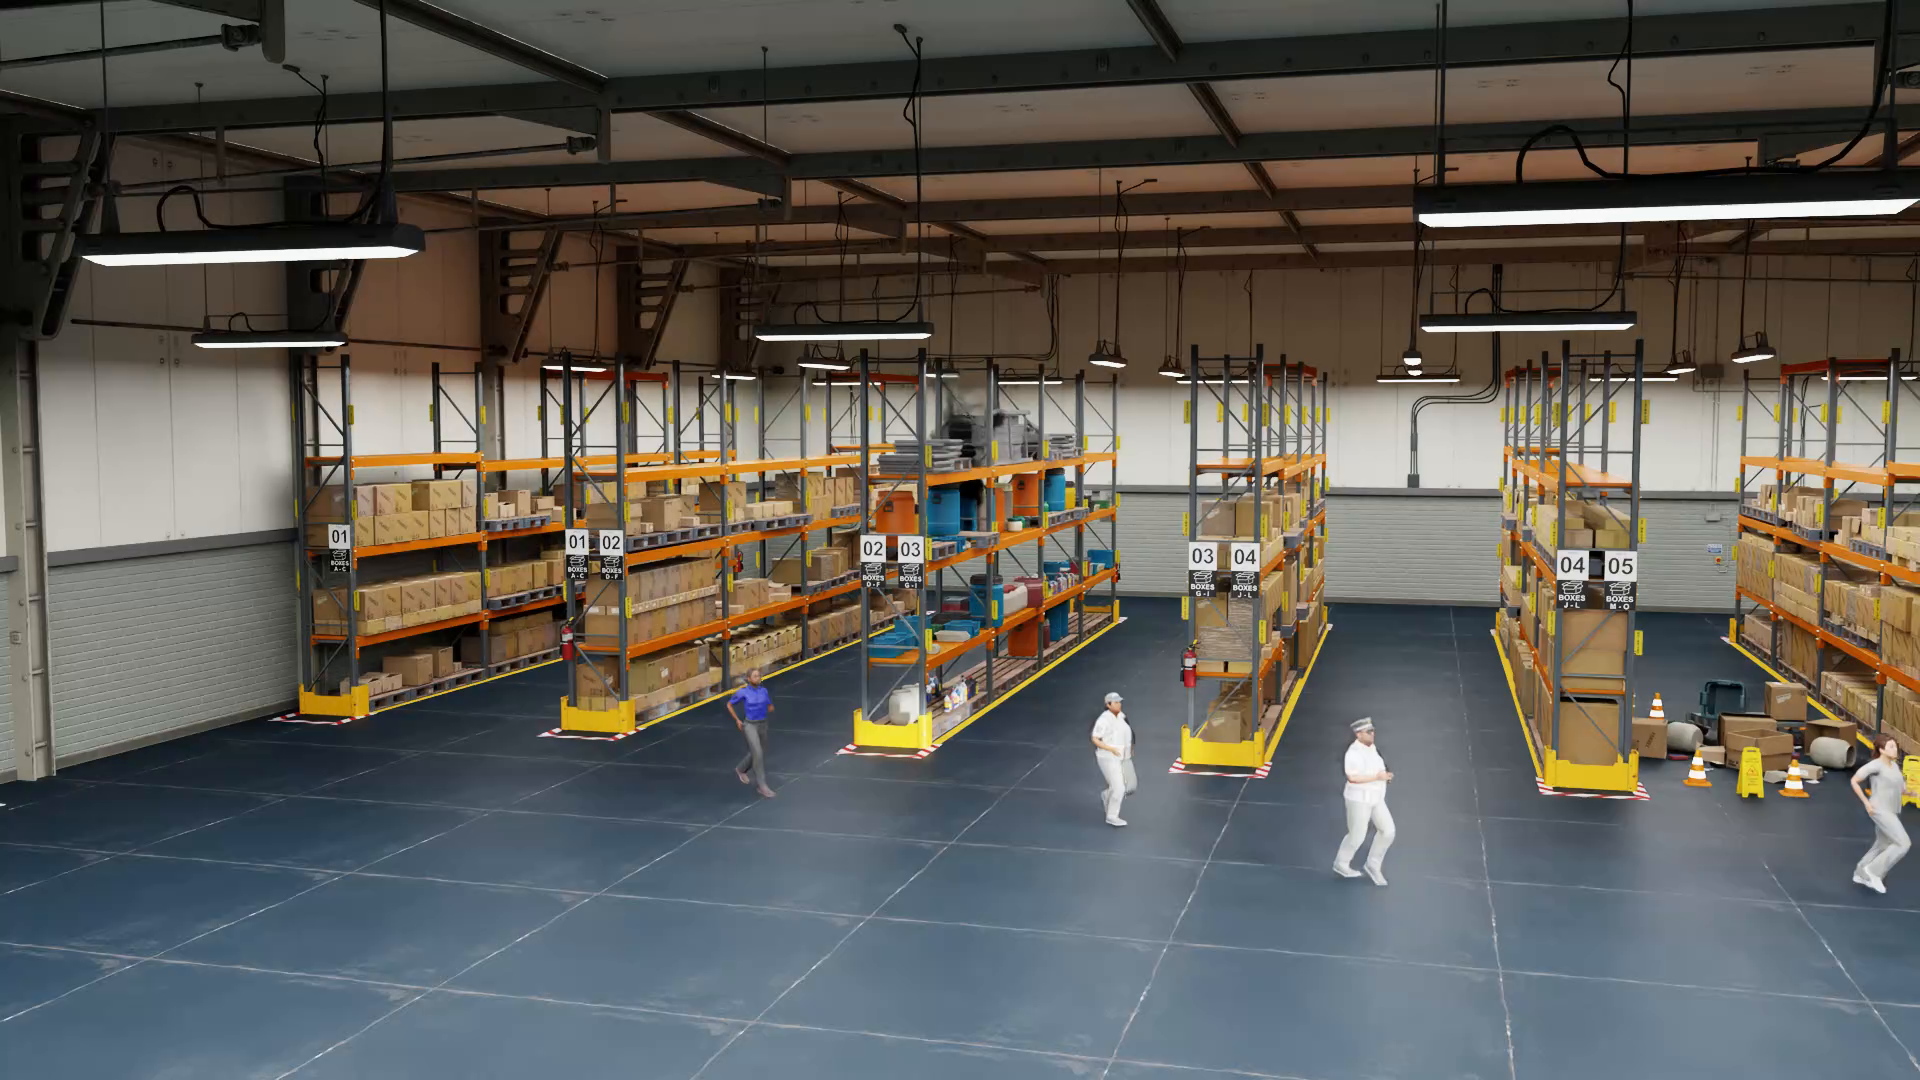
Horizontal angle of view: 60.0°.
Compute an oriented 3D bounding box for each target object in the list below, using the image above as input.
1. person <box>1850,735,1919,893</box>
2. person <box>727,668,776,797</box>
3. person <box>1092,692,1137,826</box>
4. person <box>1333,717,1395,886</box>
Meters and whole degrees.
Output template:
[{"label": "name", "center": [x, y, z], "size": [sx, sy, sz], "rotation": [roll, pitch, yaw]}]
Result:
[{"label": "person", "center": [9.683, 2.860, 17.373], "size": [0.538, 1.641, 0.645], "rotation": [-3, 5, -35]}, {"label": "person", "center": [-2.726, 2.508, 21.984], "size": [0.938, 1.647, 0.576], "rotation": [4, 6, 44]}, {"label": "person", "center": [1.881, 2.668, 20.366], "size": [0.604, 1.617, 0.575], "rotation": [-4, 6, -42]}, {"label": "person", "center": [4.341, 2.802, 17.743], "size": [0.640, 1.835, 0.726], "rotation": [-4, 6, -43]}]
